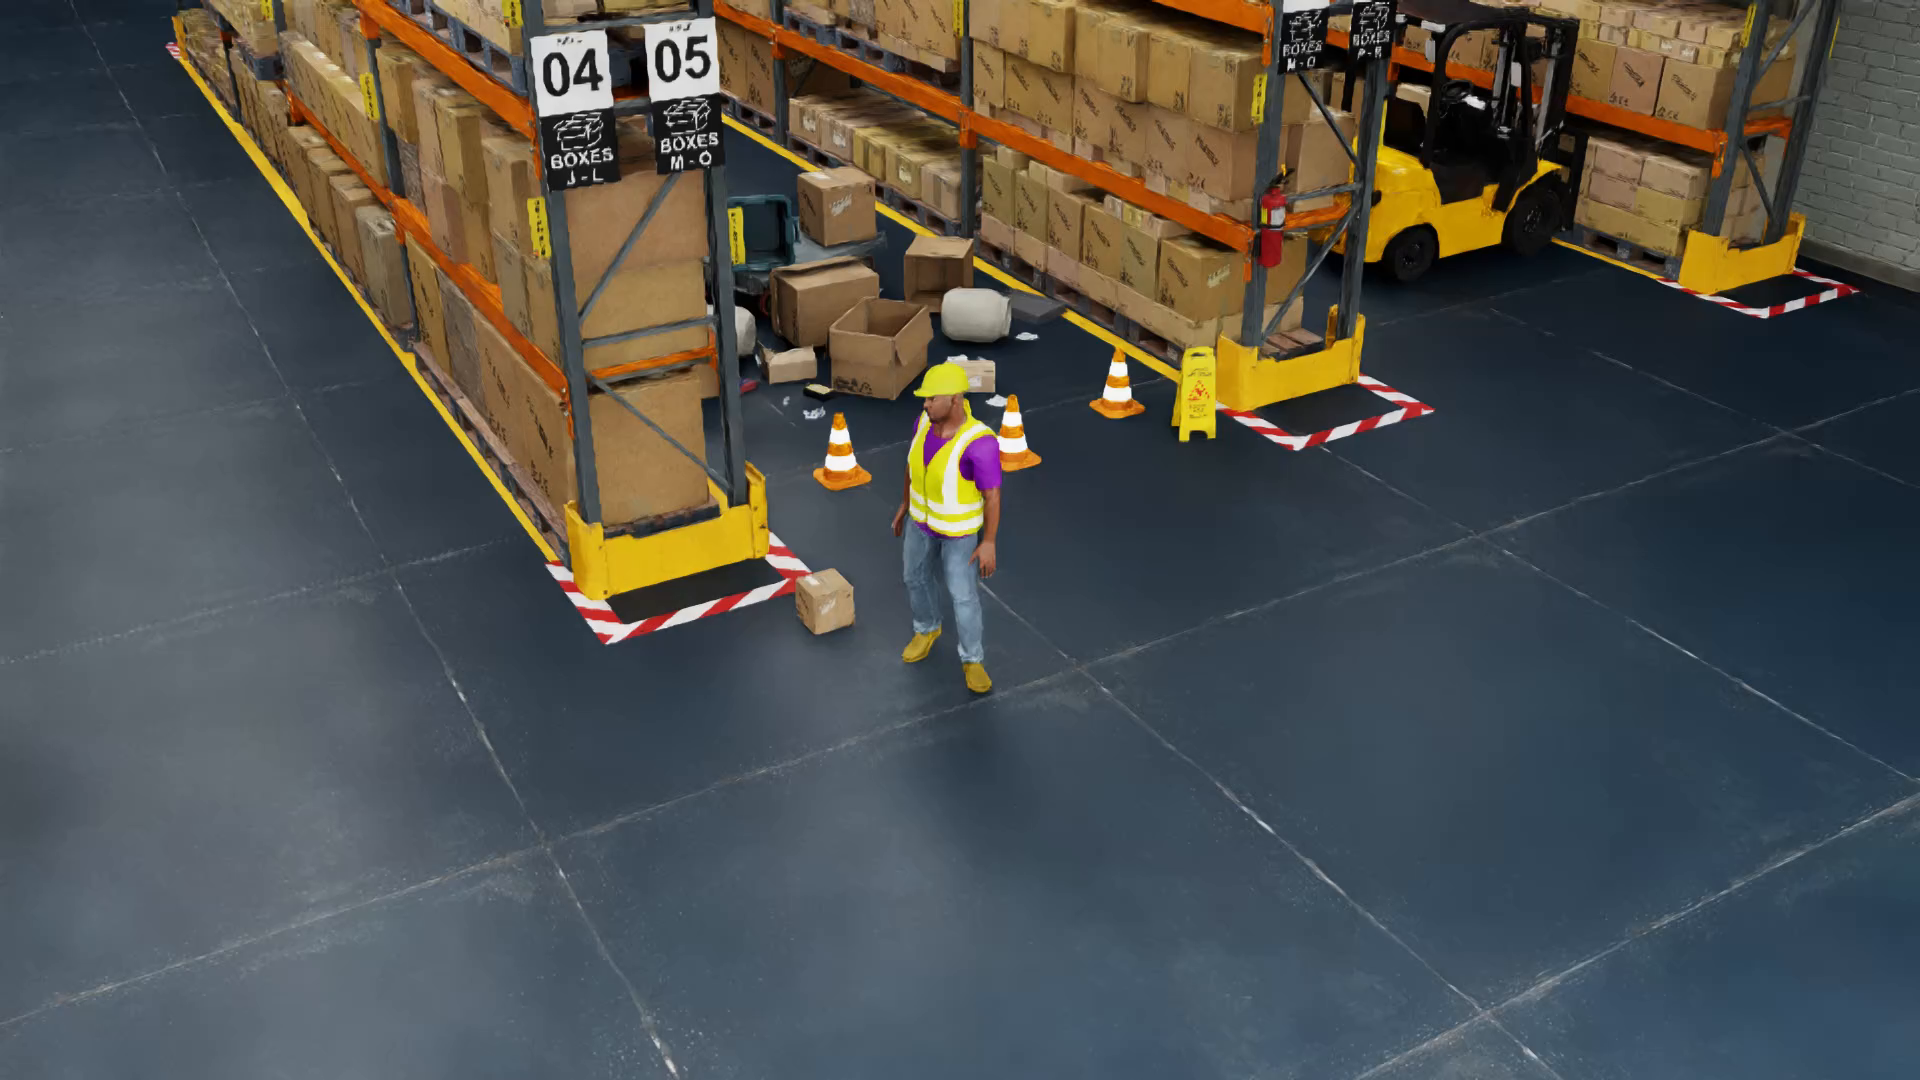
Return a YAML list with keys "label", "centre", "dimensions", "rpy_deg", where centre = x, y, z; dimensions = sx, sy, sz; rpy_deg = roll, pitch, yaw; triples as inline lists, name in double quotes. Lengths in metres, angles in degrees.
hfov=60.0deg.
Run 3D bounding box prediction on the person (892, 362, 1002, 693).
- label: "person"
  centre: [-0.047, -0.072, 8.645]
  dimensions: [0.675, 1.798, 0.353]
  rpy_deg: [24, 37, 37]
